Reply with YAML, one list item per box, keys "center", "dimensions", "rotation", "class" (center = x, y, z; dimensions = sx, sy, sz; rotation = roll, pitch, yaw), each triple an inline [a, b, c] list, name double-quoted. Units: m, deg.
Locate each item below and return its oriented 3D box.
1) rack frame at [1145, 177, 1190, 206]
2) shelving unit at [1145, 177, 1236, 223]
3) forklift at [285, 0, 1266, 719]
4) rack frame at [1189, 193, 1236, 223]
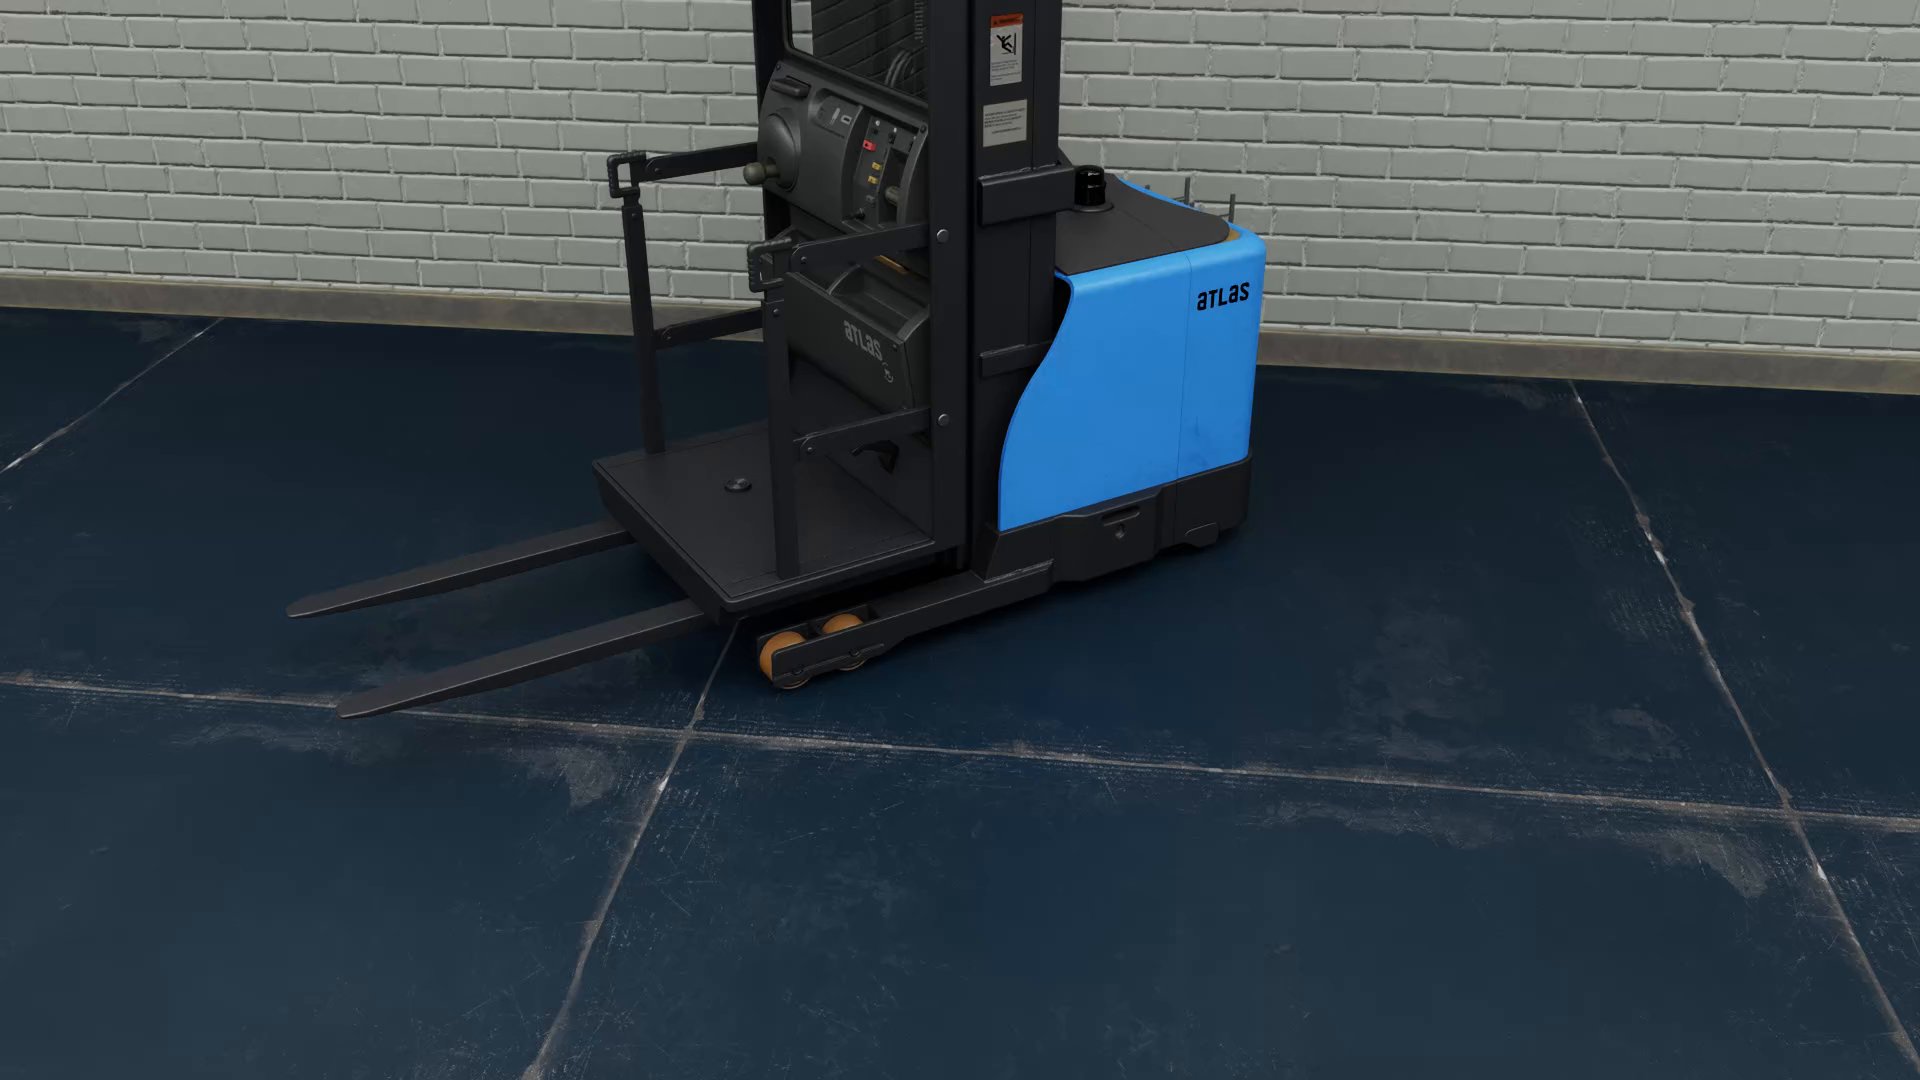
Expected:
- center: [0.738, -0.811, 6.148]
  dimensions: [0.200, 1.050, 0.008]
  rotation: [-17, 33, -28]
  class: "rack frame"
- center: [0.803, -0.762, 6.058]
  dimensions: [0.215, 1.050, 0.252]
  rotation: [-17, 33, -28]
  class: "shelving unit"
- center: [-0.530, -1.135, 4.766]
  dimensions: [3.031, 2.935, 1.130]
  rotation: [-16, 32, -28]
  class: "forklift"
- center: [0.869, -0.713, 5.967]
  dimensions: [0.200, 1.050, 0.008]
  rotation: [-17, 33, -28]
  class: "rack frame"
